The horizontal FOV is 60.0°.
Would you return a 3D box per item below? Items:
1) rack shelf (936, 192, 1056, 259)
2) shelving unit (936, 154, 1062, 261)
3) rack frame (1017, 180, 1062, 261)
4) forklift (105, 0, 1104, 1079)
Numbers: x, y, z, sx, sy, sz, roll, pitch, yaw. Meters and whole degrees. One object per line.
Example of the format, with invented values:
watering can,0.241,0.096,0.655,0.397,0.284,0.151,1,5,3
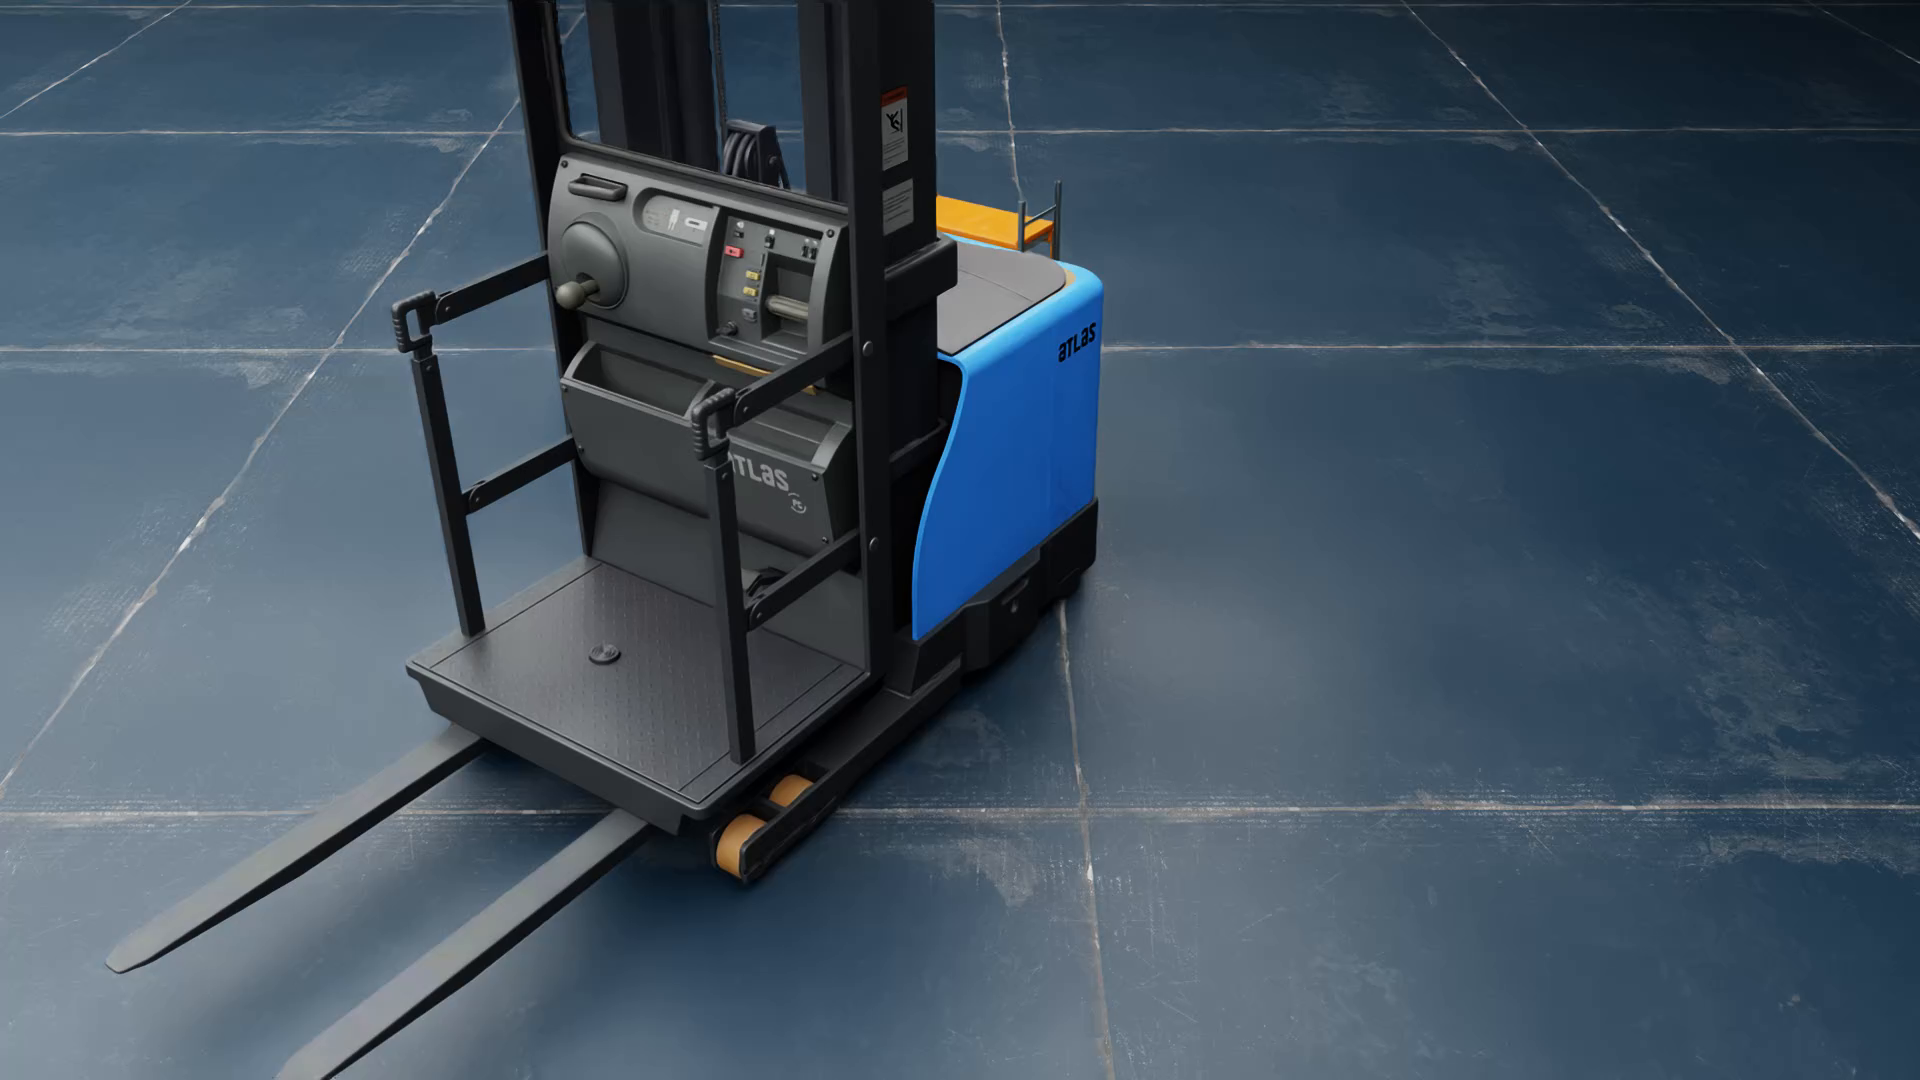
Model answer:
rack shelf,0.052,-0.995,5.476,0.480,0.148,0.258,19,36,29
shelving unit,0.052,-0.659,5.680,0.503,1.200,0.258,19,36,29
rack frame,0.254,-0.589,5.563,0.015,1.200,0.240,19,36,29
forklift,-0.799,-0.659,4.010,1.130,2.935,3.031,20,36,29
